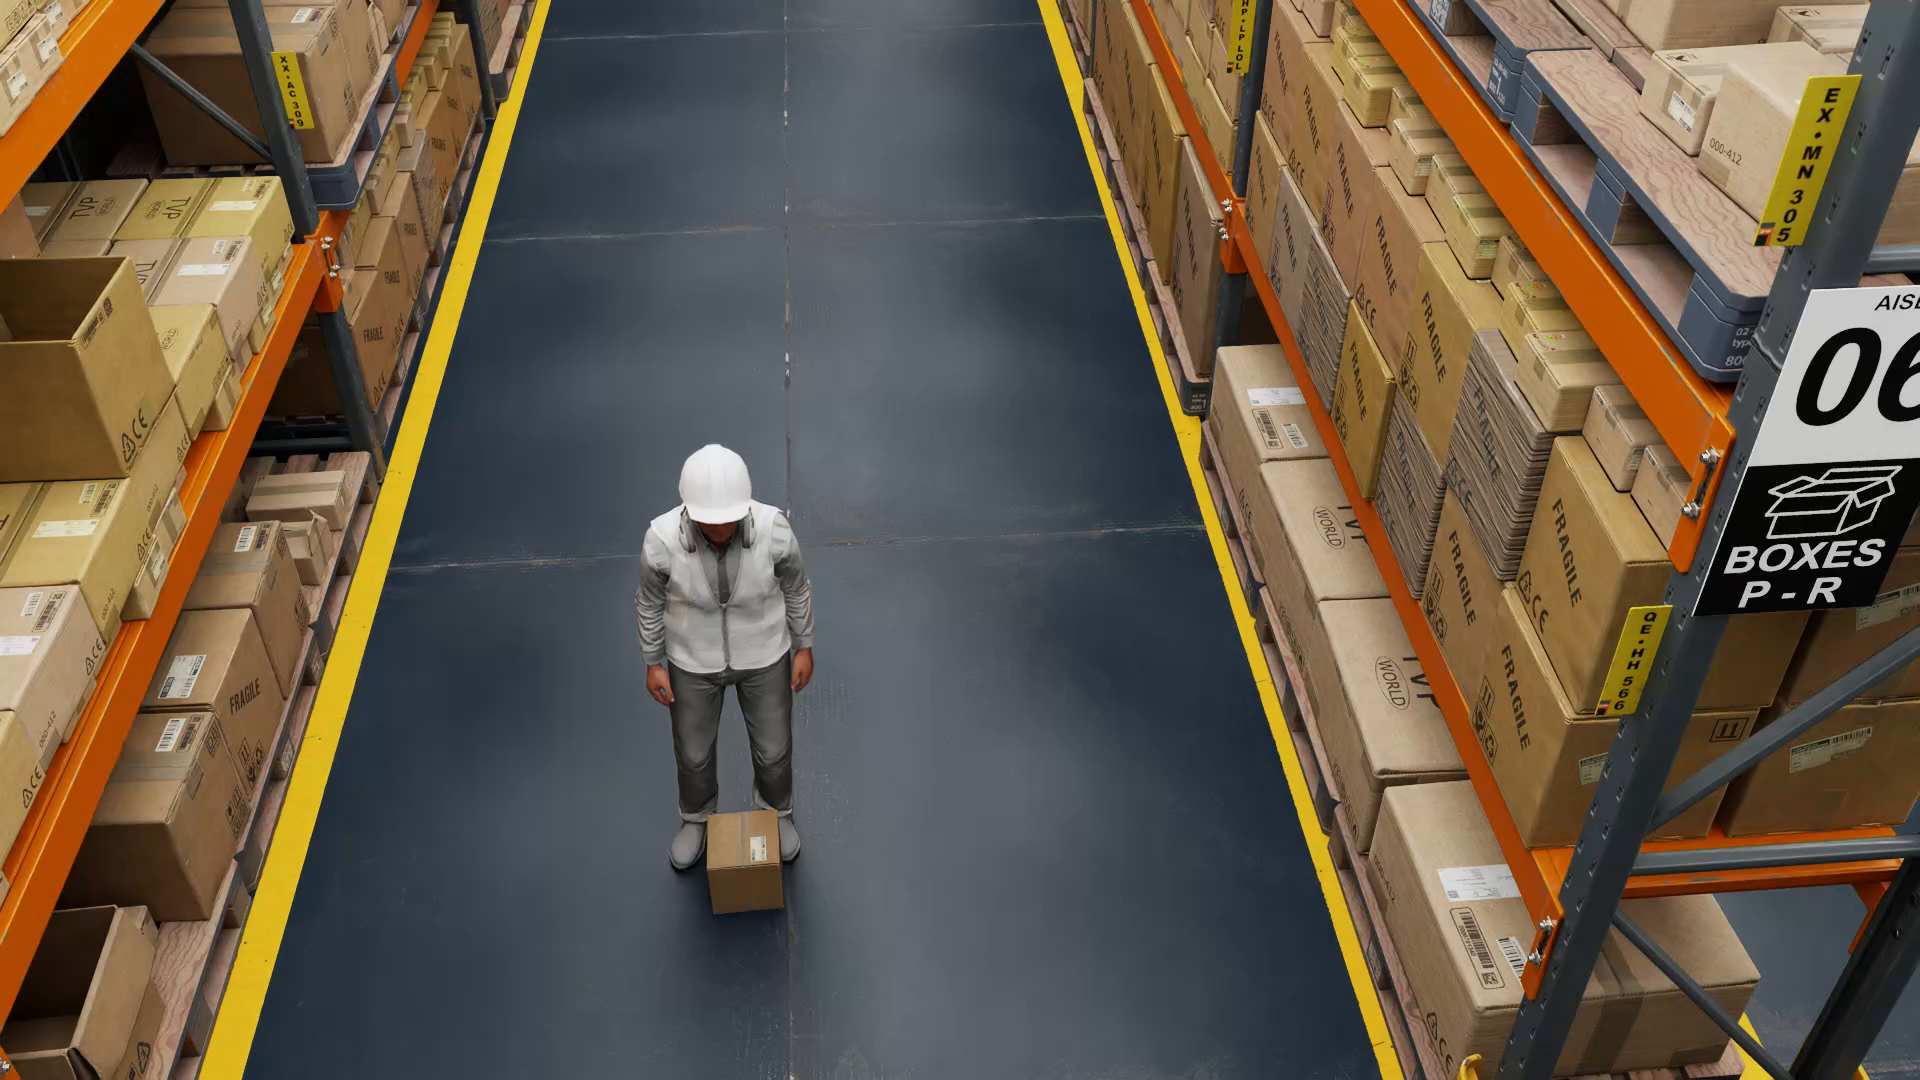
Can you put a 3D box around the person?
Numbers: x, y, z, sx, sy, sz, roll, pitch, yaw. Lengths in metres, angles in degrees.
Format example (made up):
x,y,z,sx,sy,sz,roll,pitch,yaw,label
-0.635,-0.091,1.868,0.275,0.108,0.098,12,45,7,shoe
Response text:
x,y,z,sx,sy,sz,roll,pitch,yaw,label
-0.785,0.390,5.648,0.594,1.772,0.460,-5,39,-6,person
